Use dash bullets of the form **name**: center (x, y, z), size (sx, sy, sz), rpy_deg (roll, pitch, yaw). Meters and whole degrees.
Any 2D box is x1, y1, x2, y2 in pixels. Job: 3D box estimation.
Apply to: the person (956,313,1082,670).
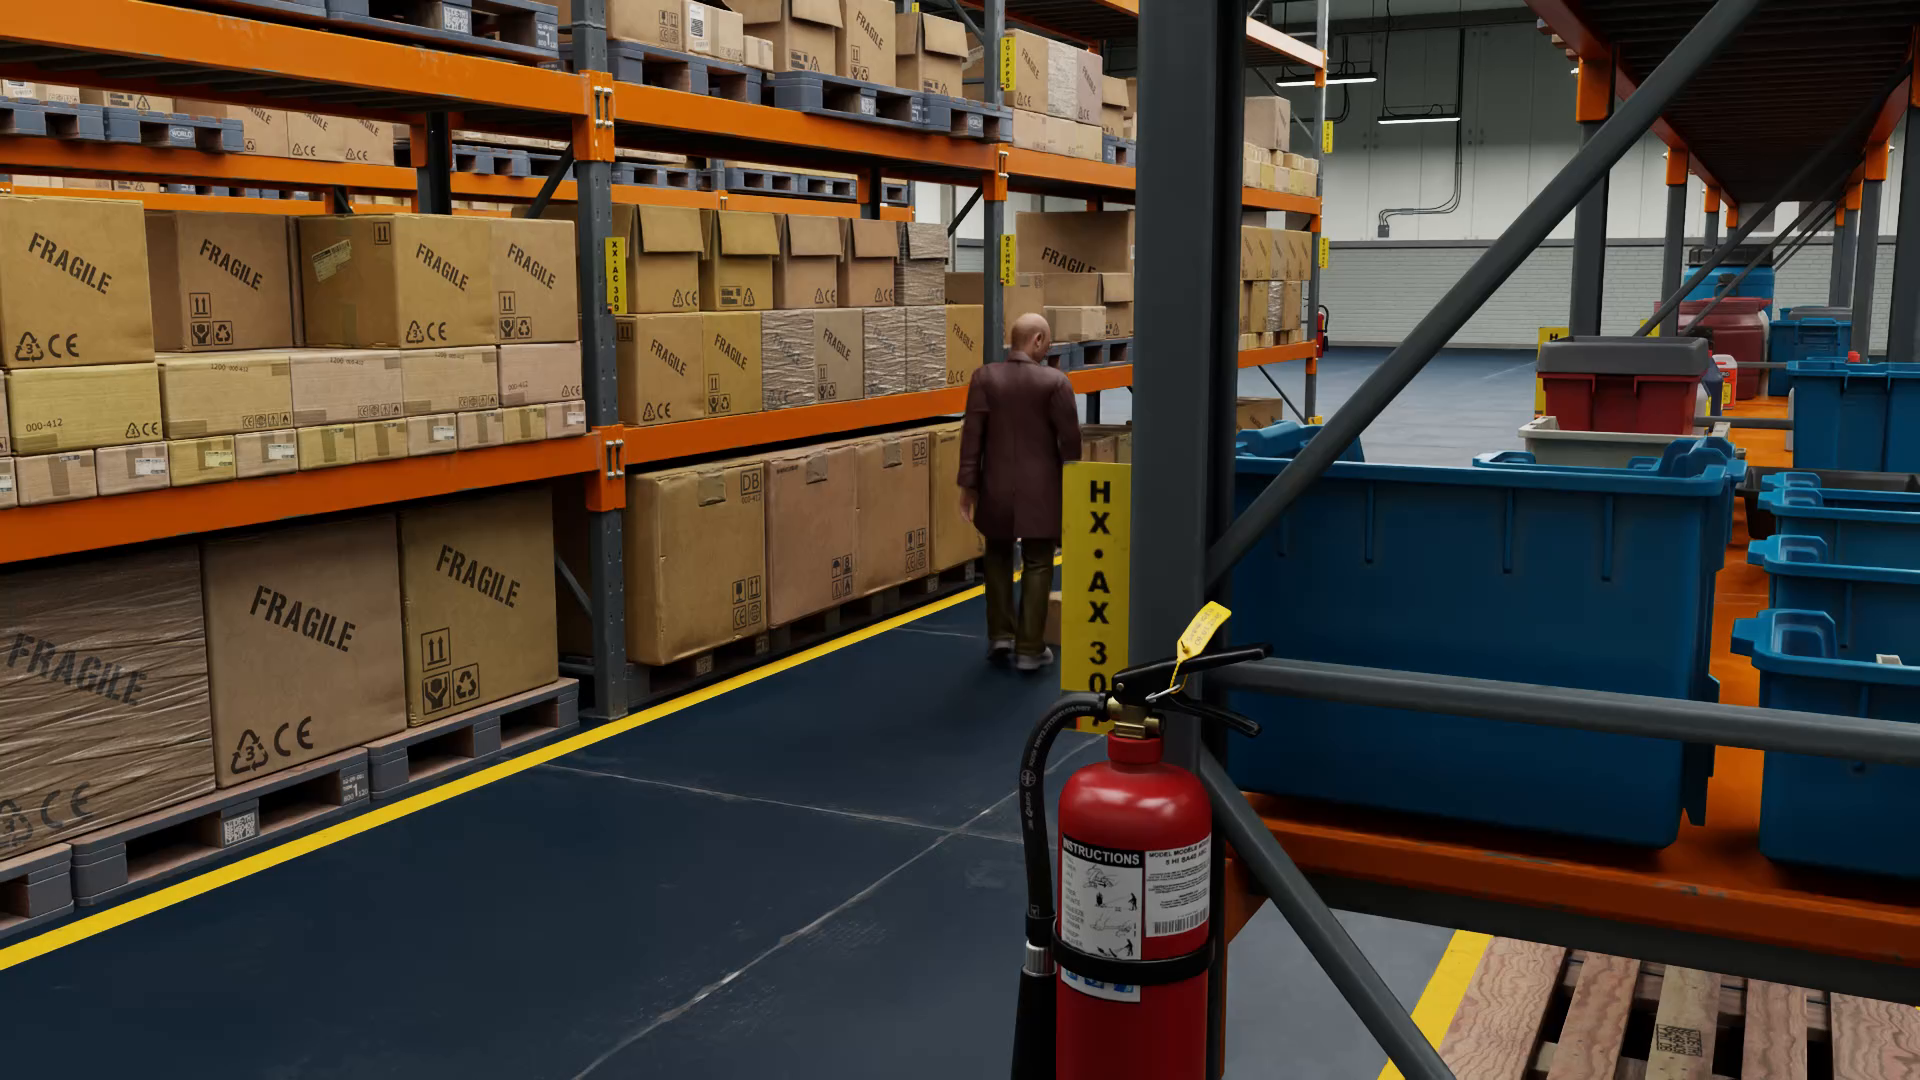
- **person**: center (0.329, -0.220, 8.351), size (0.625, 1.821, 0.540), rpy_deg (3, 9, 16)
